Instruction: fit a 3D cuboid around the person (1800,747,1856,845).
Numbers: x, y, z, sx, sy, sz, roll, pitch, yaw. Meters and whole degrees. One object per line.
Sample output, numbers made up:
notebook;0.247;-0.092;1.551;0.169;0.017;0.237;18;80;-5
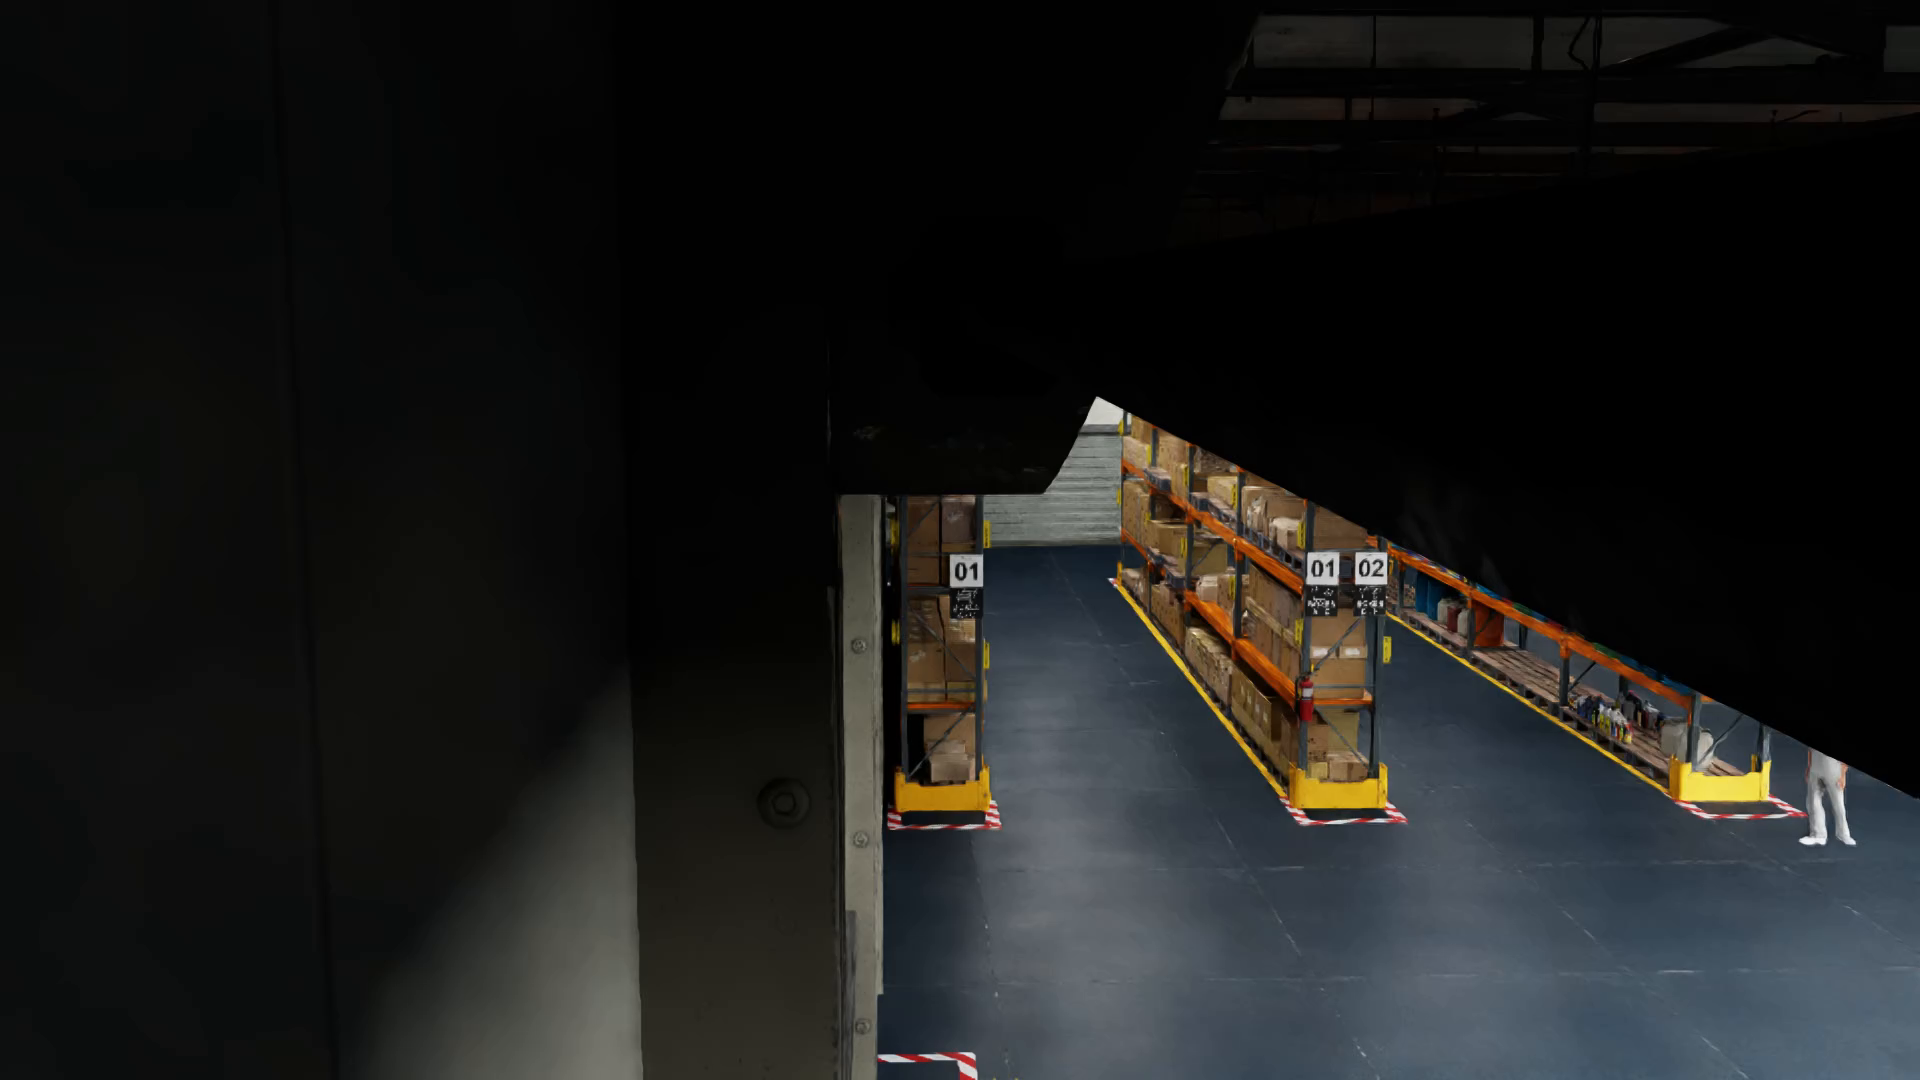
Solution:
person;10.060;2.702;19.201;0.537;1.665;0.566;-5;10;-28
